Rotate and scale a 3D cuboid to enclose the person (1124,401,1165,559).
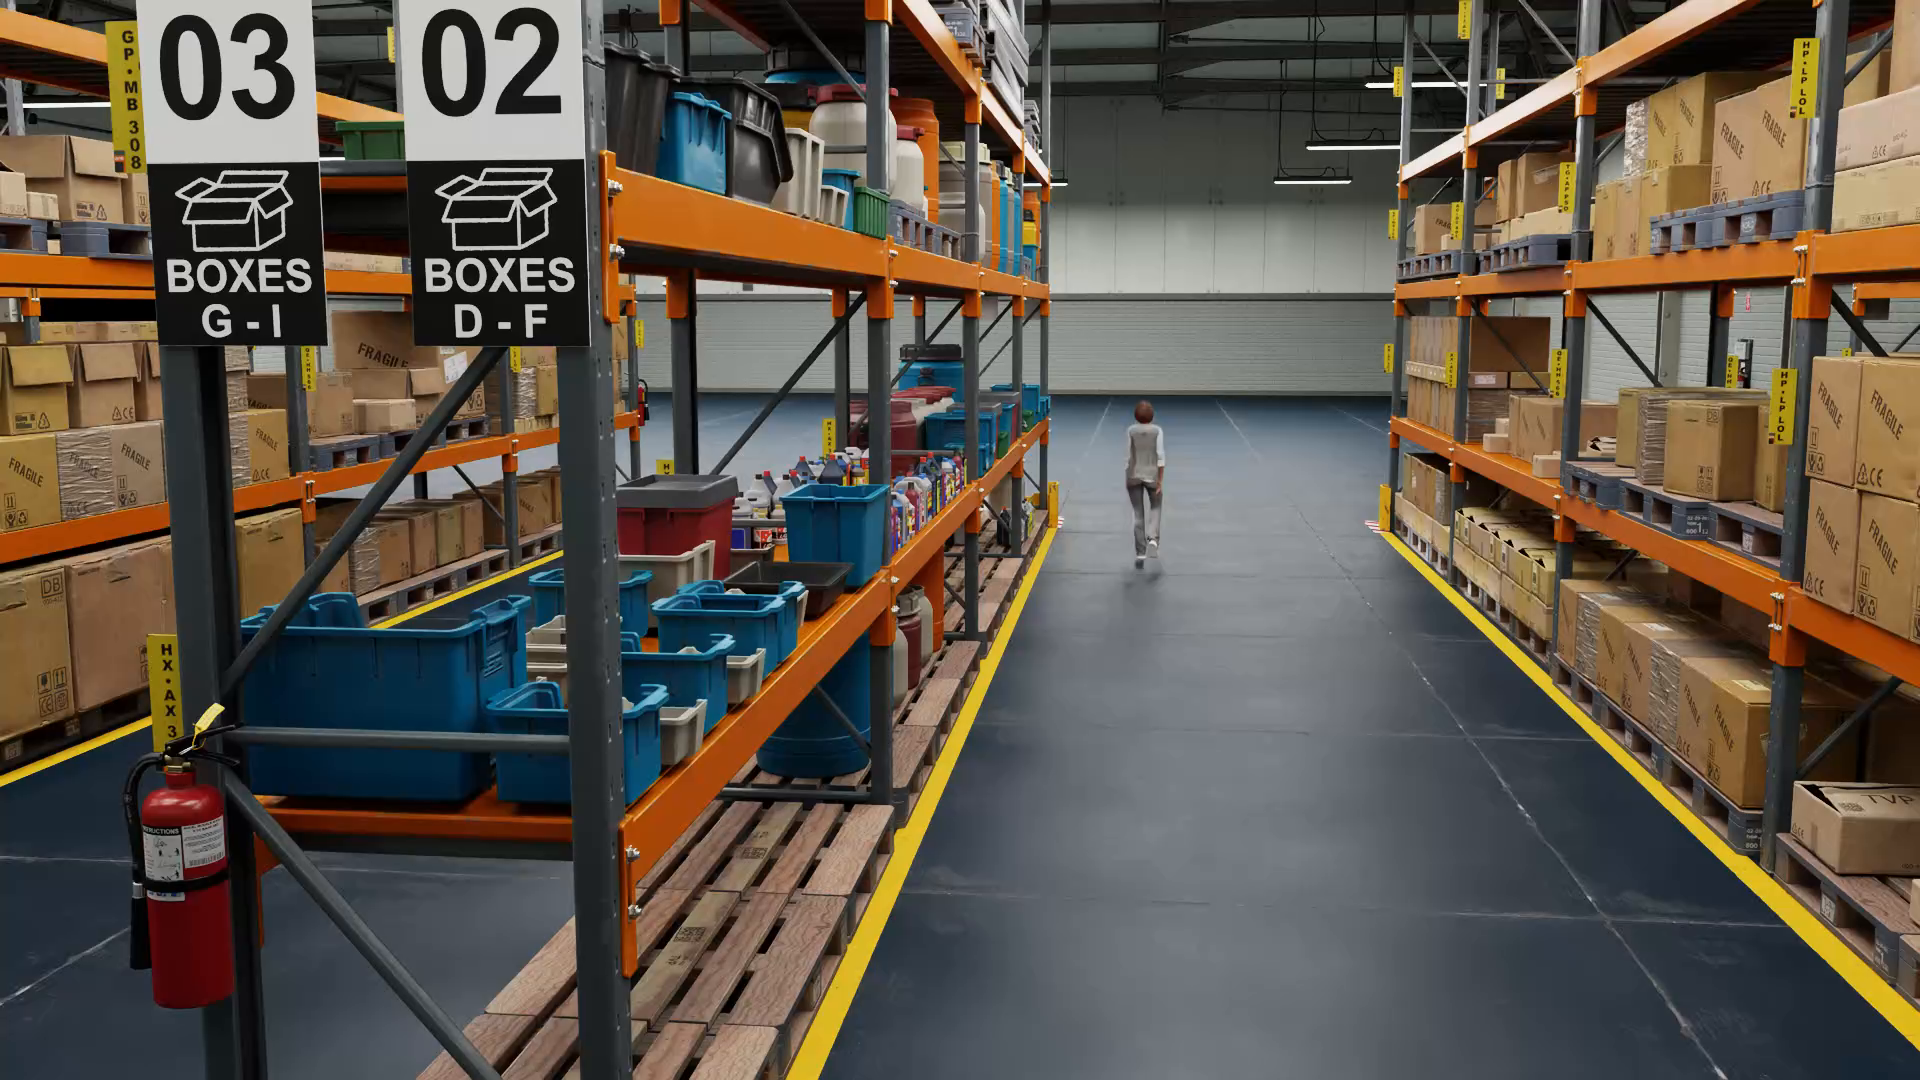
[{"bbox_3d":[1.857,-0.596,16.758,0.408,1.609,0.451,1,8,6],"label":"person"}]
